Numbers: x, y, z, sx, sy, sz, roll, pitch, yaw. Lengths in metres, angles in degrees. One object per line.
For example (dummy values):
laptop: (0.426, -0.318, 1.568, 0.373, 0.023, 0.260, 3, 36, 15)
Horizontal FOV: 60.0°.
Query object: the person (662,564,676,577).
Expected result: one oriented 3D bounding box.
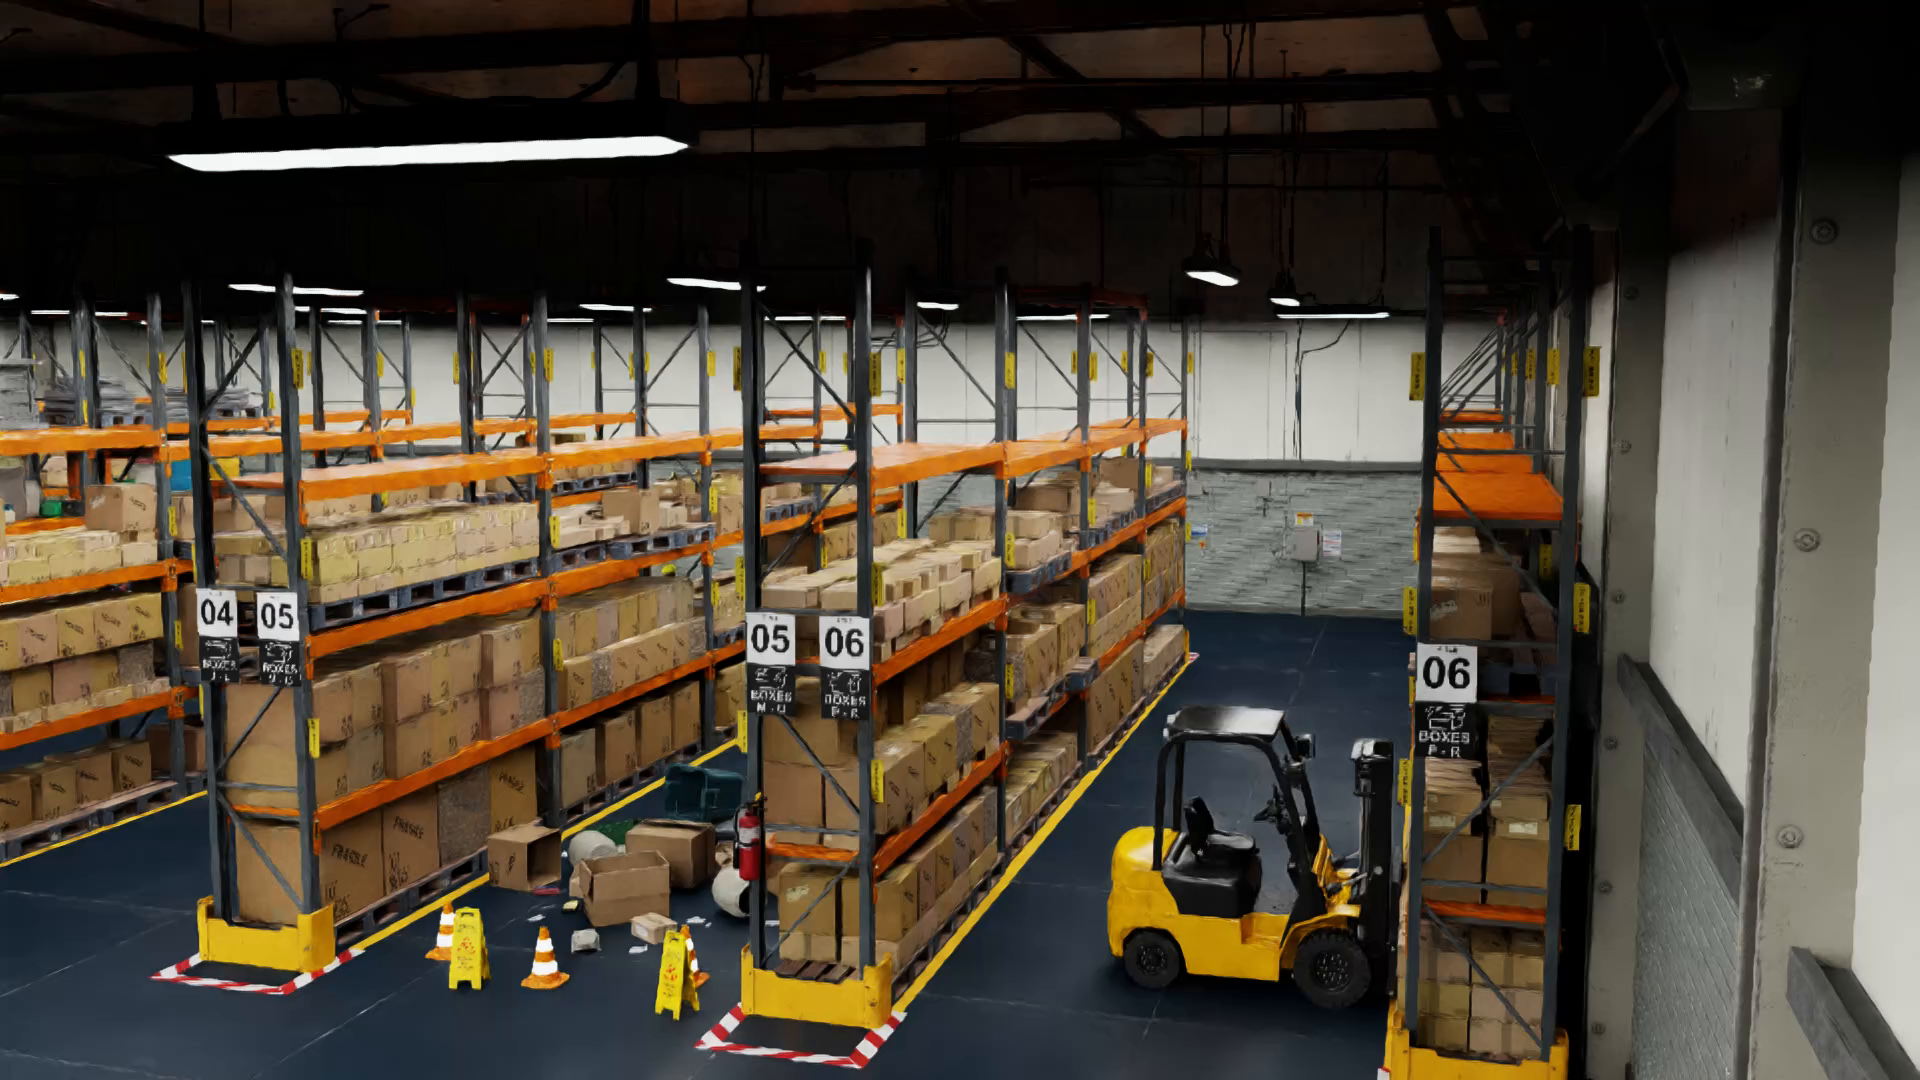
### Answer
person: (-4.797, 1.227, 27.583, 0.579, 1.688, 1.108, 2, 7, 18)
